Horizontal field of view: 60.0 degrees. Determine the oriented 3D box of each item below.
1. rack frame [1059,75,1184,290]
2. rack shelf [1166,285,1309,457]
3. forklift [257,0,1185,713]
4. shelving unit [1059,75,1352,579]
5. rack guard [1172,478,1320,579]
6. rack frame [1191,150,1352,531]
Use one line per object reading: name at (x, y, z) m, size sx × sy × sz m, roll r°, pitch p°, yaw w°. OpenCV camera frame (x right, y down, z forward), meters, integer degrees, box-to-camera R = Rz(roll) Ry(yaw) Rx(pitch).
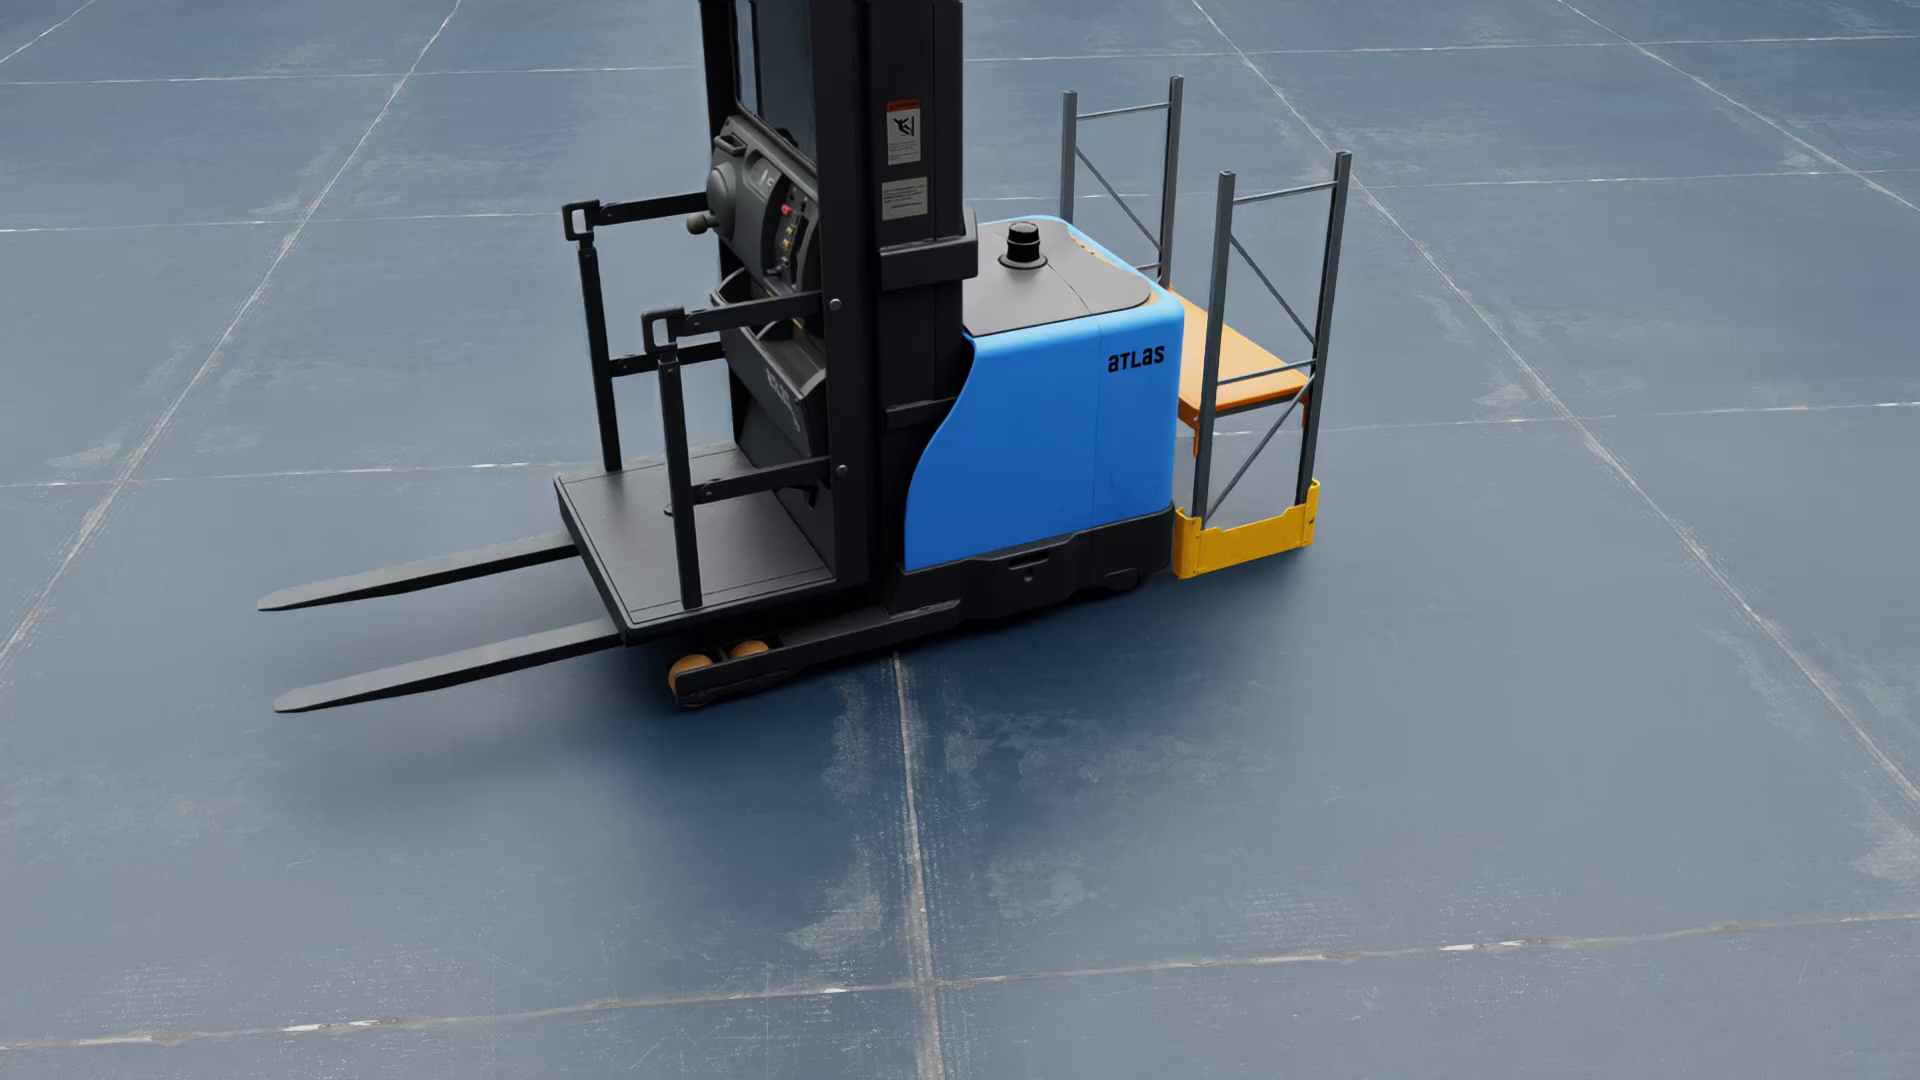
rack frame at (0.609, -1.044, 6.536) m, size 0.500 × 1.500 × 0.032 m, roll -14°, pitch 34°, yaw -22°
rack shelf at (0.832, -0.656, 6.236) m, size 0.538 × 0.185 × 1.000 m, roll -14°, pitch 34°, yaw -22°
forklift at (-0.801, -1.030, 5.117) m, size 3.031 × 2.935 × 1.130 m, roll -13°, pitch 33°, yaw -21°
shelving unit at (0.828, -0.814, 6.151) m, size 0.587 × 1.500 × 1.083 m, roll -14°, pitch 34°, yaw -22°
rack guard at (1.047, -0.048, 6.087) m, size 0.587 × 0.250 × 0.087 m, roll -14°, pitch 34°, yaw -22°
rack frame at (1.056, -0.576, 5.752) m, size 0.500 × 1.500 × 0.032 m, roll -14°, pitch 34°, yaw -22°
